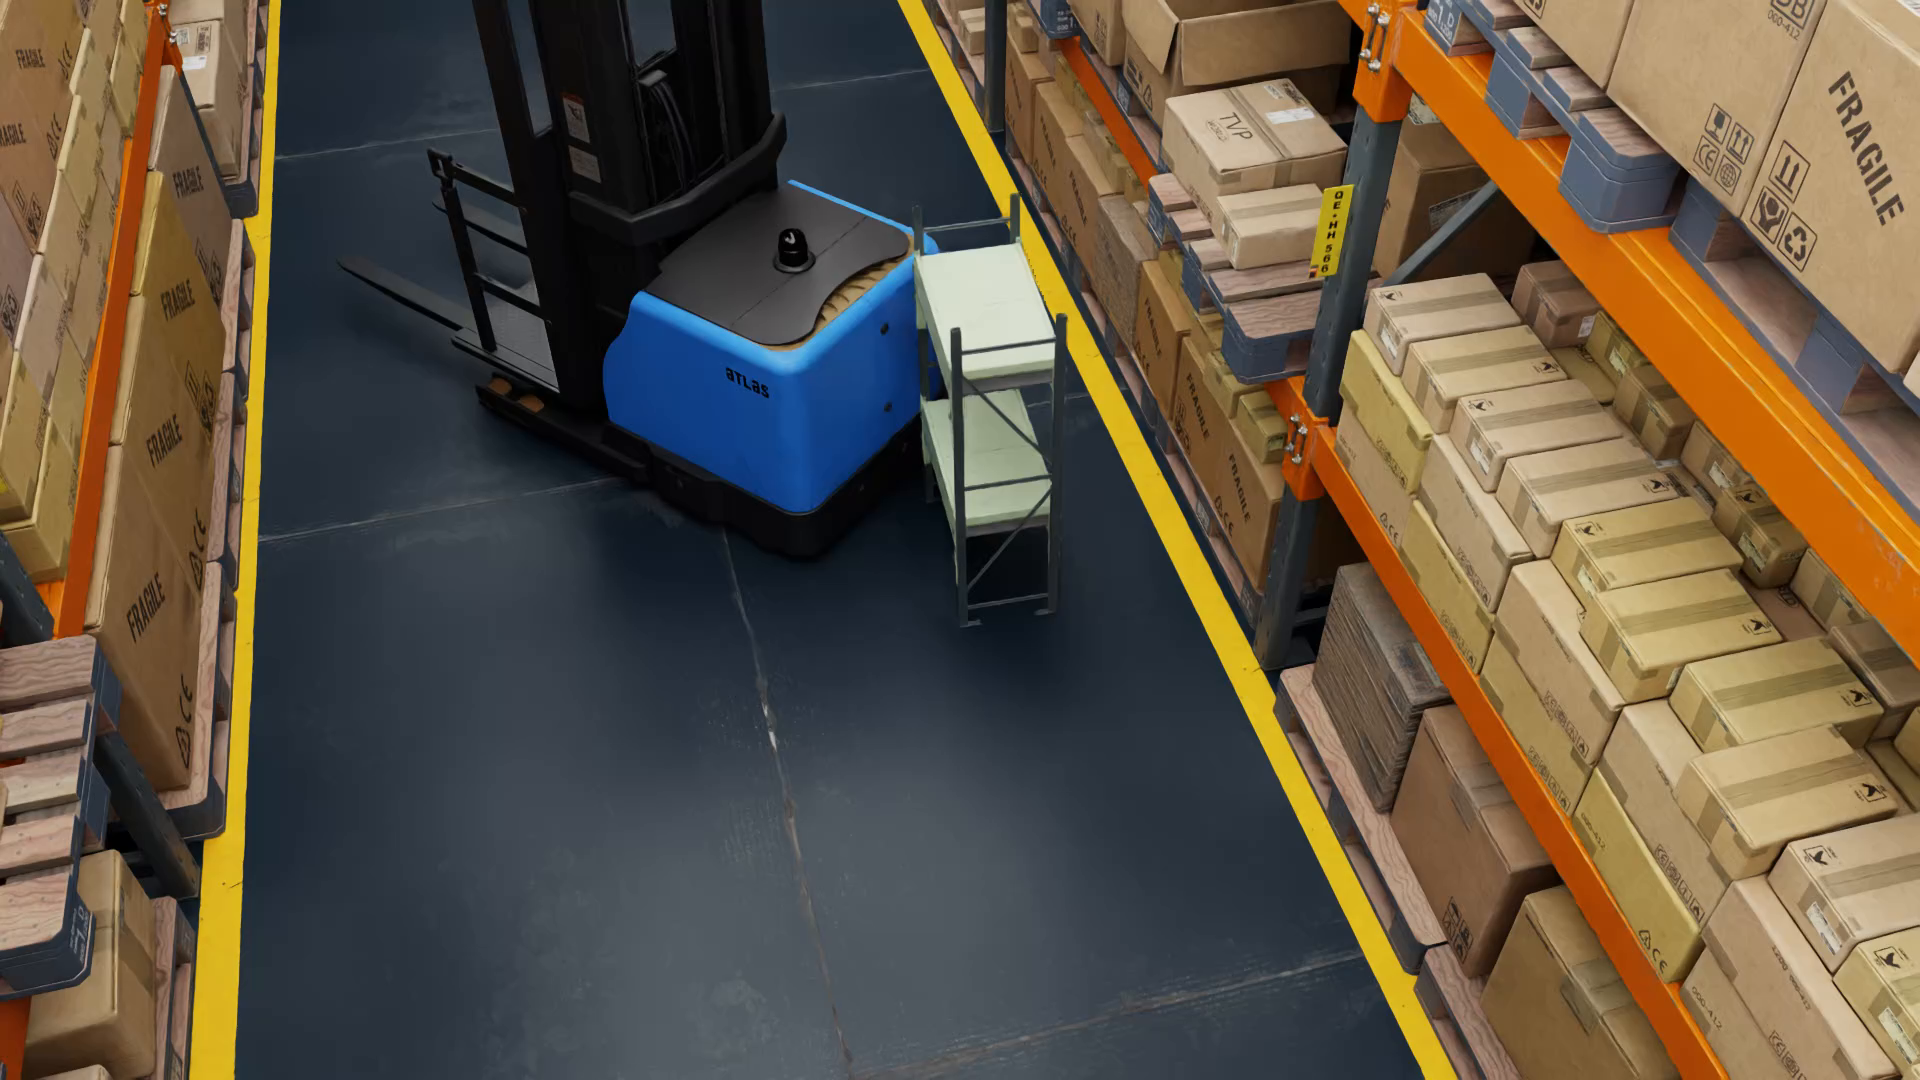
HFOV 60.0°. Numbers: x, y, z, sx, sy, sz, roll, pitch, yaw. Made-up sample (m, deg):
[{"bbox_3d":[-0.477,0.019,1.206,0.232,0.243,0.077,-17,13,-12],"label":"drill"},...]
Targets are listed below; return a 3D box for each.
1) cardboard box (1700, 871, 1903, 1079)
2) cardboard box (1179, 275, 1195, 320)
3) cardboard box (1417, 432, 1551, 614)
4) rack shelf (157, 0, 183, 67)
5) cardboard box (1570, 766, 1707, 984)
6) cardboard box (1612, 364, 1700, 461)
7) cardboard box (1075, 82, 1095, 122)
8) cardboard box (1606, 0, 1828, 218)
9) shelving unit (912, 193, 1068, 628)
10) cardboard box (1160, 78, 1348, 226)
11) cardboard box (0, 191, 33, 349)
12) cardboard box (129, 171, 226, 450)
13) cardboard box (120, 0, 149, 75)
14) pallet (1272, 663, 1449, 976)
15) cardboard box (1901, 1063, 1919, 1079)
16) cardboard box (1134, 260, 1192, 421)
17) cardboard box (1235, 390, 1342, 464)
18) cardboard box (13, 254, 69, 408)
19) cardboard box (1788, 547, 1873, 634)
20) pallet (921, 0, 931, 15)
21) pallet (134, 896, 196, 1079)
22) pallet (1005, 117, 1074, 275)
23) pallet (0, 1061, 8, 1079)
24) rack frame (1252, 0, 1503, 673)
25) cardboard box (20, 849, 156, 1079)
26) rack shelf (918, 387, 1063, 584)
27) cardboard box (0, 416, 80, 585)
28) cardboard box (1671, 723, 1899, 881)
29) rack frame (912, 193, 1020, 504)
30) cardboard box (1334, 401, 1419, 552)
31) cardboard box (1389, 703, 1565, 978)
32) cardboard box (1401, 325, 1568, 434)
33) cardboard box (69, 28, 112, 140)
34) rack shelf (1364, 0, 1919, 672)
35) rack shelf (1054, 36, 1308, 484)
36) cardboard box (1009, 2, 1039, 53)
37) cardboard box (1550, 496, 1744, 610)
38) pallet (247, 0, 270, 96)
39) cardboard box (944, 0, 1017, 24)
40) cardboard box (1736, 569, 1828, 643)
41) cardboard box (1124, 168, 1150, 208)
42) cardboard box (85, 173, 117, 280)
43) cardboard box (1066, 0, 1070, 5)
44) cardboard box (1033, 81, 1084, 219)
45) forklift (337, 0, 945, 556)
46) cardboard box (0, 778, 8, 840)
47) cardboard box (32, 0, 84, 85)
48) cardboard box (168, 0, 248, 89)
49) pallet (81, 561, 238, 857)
[{"bbox_3d":[2.041,0.974,3.701,0.500,0.250,0.500,-10,46,-10],"label":"cardboard box"},{"bbox_3d":[1.134,-1.022,6.904,0.380,0.149,0.250,-9,46,-9],"label":"cardboard box"},{"bbox_3d":[1.658,-0.091,4.744,0.500,0.250,0.500,-9,46,-9],"label":"cardboard box"},{"bbox_3d":[-4.680,-3.646,8.977,1.077,0.370,4.000,-11,47,-10],"label":"rack shelf"},{"bbox_3d":[1.925,0.799,4.222,0.500,0.250,0.500,-9,46,-9],"label":"cardboard box"},{"bbox_3d":[2.115,-0.389,4.758,0.380,0.149,0.250,-11,47,-10],"label":"cardboard box"},{"bbox_3d":[0.770,-2.091,7.951,0.380,0.149,0.250,-11,47,-11],"label":"cardboard box"},{"bbox_3d":[1.830,-1.057,3.402,0.700,0.500,0.500,-12,47,-11],"label":"cardboard box"},{"bbox_3d":[0.107,-0.465,6.398,0.431,1.500,0.755,-9,46,-7],"label":"shelving unit"},{"bbox_3d":[1.071,-1.429,6.112,0.500,0.250,0.500,-13,47,-12],"label":"cardboard box"},{"bbox_3d":[-3.170,-0.866,4.979,0.500,0.500,0.500,-11,47,-10],"label":"cardboard box"},{"bbox_3d":[-3.693,-0.884,6.961,0.875,0.875,0.875,-9,46,-9],"label":"cardboard box"},{"bbox_3d":[-3.809,-2.200,7.162,0.500,0.250,0.500,-12,47,-11],"label":"cardboard box"},{"bbox_3d":[1.827,0.886,5.984,1.003,0.211,1.213,-11,47,-10],"label":"pallet"},{"bbox_3d":[2.085,1.129,3.270,0.380,0.149,0.250,-12,47,-12],"label":"cardboard box"},{"bbox_3d":[1.083,-0.898,7.237,0.500,0.500,0.500,-9,46,-9],"label":"cardboard box"},{"bbox_3d":[1.283,-0.459,6.352,0.380,0.149,0.250,-13,47,-12],"label":"cardboard box"},{"bbox_3d":[-3.166,-0.629,5.272,0.500,0.250,0.500,-10,46,-9],"label":"cardboard box"},{"bbox_3d":[2.382,0.119,4.260,0.380,0.149,0.250,-11,47,-11],"label":"cardboard box"},{"bbox_3d":[0.139,-3.769,10.547,1.003,0.211,1.213,-11,47,-10],"label":"pallet"},{"bbox_3d":[-2.945,1.761,5.127,1.003,0.211,1.213,-11,47,-10],"label":"pallet"},{"bbox_3d":[0.875,-1.896,8.711,1.003,0.211,1.213,-11,47,-10],"label":"pallet"},{"bbox_3d":[-2.597,1.671,3.397,1.003,0.211,1.213,-11,47,-10],"label":"pallet"},{"bbox_3d":[1.654,-0.665,5.552,1.000,3.000,0.127,-11,47,-10],"label":"rack frame"},{"bbox_3d":[-3.009,1.410,5.065,0.950,0.372,0.625,-14,47,-13],"label":"cardboard box"},{"bbox_3d":[0.113,-0.237,6.631,0.431,0.370,0.720,-9,46,-7],"label":"rack shelf"},{"bbox_3d":[-3.026,-0.086,5.090,0.500,0.250,0.500,-11,47,-11],"label":"cardboard box"},{"bbox_3d":[1.877,0.594,3.795,0.380,0.149,0.250,-12,47,-11],"label":"cardboard box"},{"bbox_3d":[0.036,-0.720,6.651,0.400,1.500,0.023,-9,46,-7],"label":"rack frame"},{"bbox_3d":[1.531,-0.262,5.262,0.500,0.250,0.500,-11,47,-10],"label":"cardboard box"},{"bbox_3d":[1.975,0.902,5.385,0.875,0.625,0.625,-9,46,-9],"label":"cardboard box"},{"bbox_3d":[1.520,-0.469,4.836,0.380,0.149,0.250,-10,46,-9],"label":"cardboard box"},{"bbox_3d":[-3.546,-1.679,6.301,0.500,0.250,0.500,-10,46,-9],"label":"cardboard box"},{"bbox_3d":[2.166,-0.082,3.385,1.077,0.370,4.000,-11,47,-10],"label":"rack shelf"},{"bbox_3d":[1.142,-1.794,7.162,1.077,0.370,4.000,-11,47,-10],"label":"rack shelf"},{"bbox_3d":[0.464,-2.629,8.479,0.380,0.149,0.250,-9,46,-8],"label":"cardboard box"},{"bbox_3d":[1.783,0.050,4.328,0.380,0.149,0.250,-10,46,-10],"label":"cardboard box"},{"bbox_3d":[-4.602,-2.924,9.718,1.003,0.211,1.213,-11,47,-10],"label":"pallet"},{"bbox_3d":[0.112,-3.194,9.651,0.396,0.266,0.258,-9,46,-9],"label":"cardboard box"},{"bbox_3d":[2.296,0.171,4.488,0.500,0.250,0.500,-11,47,-11],"label":"cardboard box"},{"bbox_3d":[0.957,-1.558,7.430,0.380,0.149,0.250,-11,47,-10],"label":"cardboard box"},{"bbox_3d":[-3.432,-1.141,6.124,0.500,0.250,0.500,-11,47,-10],"label":"cardboard box"},{"bbox_3d":[0.615,-2.497,7.148,0.396,0.266,0.258,-9,46,-8],"label":"cardboard box"},{"bbox_3d":[0.682,-1.958,8.275,0.500,0.500,0.500,-11,47,-11],"label":"cardboard box"},{"bbox_3d":[-1.571,-1.799,6.712,3.031,2.935,1.130,26,51,23],"label":"forklift"},{"bbox_3d":[-2.586,0.707,4.090,0.380,0.149,0.250,-11,47,-11],"label":"cardboard box"},{"bbox_3d":[-3.560,-1.929,6.021,0.500,0.500,0.500,-9,46,-9],"label":"cardboard box"},{"bbox_3d":[-4.454,-2.838,9.182,0.875,0.438,0.875,-12,47,-11],"label":"cardboard box"},{"bbox_3d":[-3.272,0.663,6.203,1.003,0.211,1.213,-11,47,-10],"label":"pallet"}]
